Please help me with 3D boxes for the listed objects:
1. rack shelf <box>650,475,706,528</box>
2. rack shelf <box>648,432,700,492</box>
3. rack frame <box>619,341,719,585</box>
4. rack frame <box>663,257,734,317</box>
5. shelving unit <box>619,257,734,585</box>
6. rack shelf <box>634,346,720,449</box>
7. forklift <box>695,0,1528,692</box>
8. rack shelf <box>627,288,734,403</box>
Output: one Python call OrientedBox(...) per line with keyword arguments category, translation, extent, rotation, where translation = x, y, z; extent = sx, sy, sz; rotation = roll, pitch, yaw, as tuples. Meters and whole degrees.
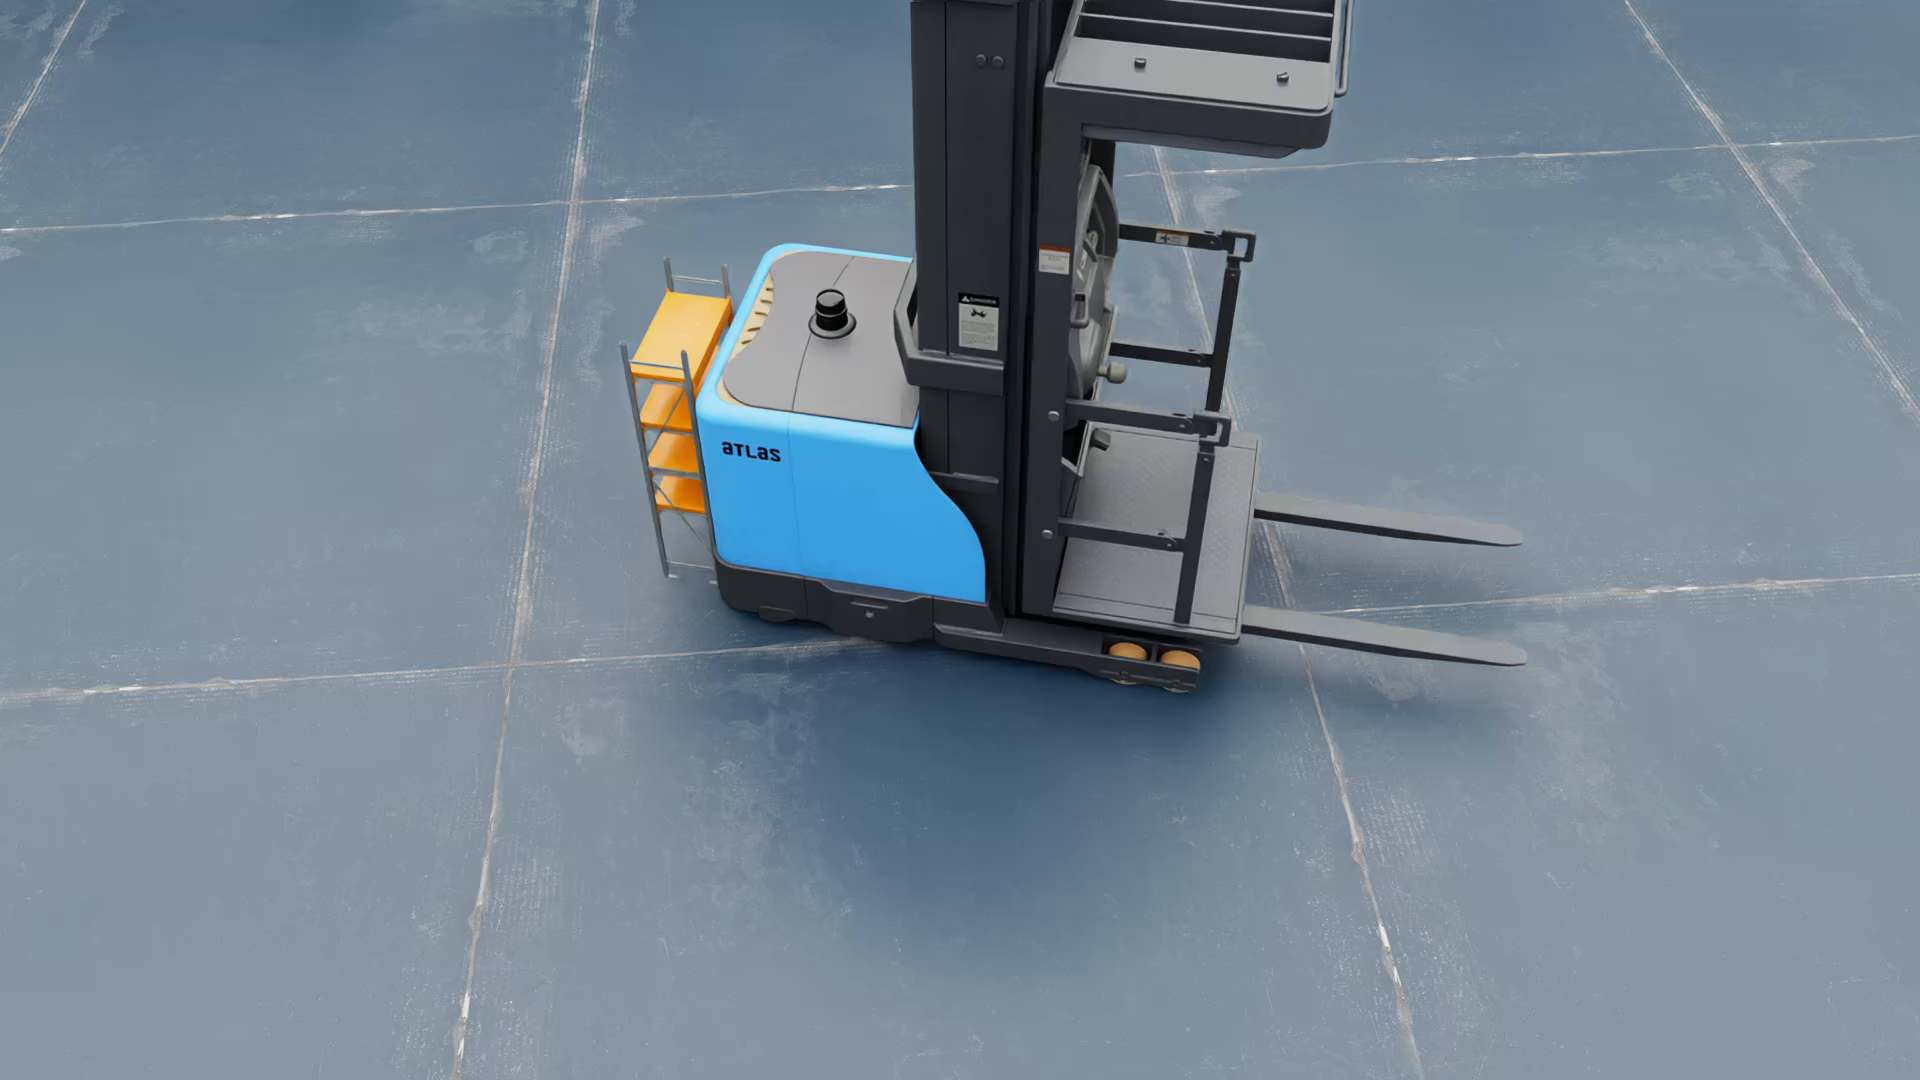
OrientedBox(category="rack shelf", translation=(-1.012, -0.244, 6.521), extent=(0.258, 0.148, 0.480), rotation=(8, 47, 7))
OrientedBox(category="rack shelf", translation=(-1.012, -0.381, 6.377), extent=(0.258, 0.148, 0.480), rotation=(8, 47, 7))
OrientedBox(category="rack frame", translation=(-1.058, -0.253, 6.163), extent=(0.240, 1.200, 0.015), rotation=(8, 47, 7))
OrientedBox(category="rack frame", translation=(-0.966, -0.601, 6.493), extent=(0.240, 1.200, 0.015), rotation=(8, 47, 7))
OrientedBox(category="shelving unit", translation=(-1.012, -0.427, 6.328), extent=(0.258, 1.200, 0.503), rotation=(8, 47, 7))
OrientedBox(category="rack shelf", translation=(-1.012, -0.535, 6.214), extent=(0.258, 0.148, 0.480), rotation=(8, 47, 7))
OrientedBox(category="forklift", translation=(0.636, -0.862, 5.547), extent=(3.031, 2.935, 1.130), rotation=(8, 47, 8))
OrientedBox(category="rack shelf", translation=(-1.012, -0.697, 6.043), extent=(0.258, 0.148, 0.480), rotation=(8, 47, 7))
